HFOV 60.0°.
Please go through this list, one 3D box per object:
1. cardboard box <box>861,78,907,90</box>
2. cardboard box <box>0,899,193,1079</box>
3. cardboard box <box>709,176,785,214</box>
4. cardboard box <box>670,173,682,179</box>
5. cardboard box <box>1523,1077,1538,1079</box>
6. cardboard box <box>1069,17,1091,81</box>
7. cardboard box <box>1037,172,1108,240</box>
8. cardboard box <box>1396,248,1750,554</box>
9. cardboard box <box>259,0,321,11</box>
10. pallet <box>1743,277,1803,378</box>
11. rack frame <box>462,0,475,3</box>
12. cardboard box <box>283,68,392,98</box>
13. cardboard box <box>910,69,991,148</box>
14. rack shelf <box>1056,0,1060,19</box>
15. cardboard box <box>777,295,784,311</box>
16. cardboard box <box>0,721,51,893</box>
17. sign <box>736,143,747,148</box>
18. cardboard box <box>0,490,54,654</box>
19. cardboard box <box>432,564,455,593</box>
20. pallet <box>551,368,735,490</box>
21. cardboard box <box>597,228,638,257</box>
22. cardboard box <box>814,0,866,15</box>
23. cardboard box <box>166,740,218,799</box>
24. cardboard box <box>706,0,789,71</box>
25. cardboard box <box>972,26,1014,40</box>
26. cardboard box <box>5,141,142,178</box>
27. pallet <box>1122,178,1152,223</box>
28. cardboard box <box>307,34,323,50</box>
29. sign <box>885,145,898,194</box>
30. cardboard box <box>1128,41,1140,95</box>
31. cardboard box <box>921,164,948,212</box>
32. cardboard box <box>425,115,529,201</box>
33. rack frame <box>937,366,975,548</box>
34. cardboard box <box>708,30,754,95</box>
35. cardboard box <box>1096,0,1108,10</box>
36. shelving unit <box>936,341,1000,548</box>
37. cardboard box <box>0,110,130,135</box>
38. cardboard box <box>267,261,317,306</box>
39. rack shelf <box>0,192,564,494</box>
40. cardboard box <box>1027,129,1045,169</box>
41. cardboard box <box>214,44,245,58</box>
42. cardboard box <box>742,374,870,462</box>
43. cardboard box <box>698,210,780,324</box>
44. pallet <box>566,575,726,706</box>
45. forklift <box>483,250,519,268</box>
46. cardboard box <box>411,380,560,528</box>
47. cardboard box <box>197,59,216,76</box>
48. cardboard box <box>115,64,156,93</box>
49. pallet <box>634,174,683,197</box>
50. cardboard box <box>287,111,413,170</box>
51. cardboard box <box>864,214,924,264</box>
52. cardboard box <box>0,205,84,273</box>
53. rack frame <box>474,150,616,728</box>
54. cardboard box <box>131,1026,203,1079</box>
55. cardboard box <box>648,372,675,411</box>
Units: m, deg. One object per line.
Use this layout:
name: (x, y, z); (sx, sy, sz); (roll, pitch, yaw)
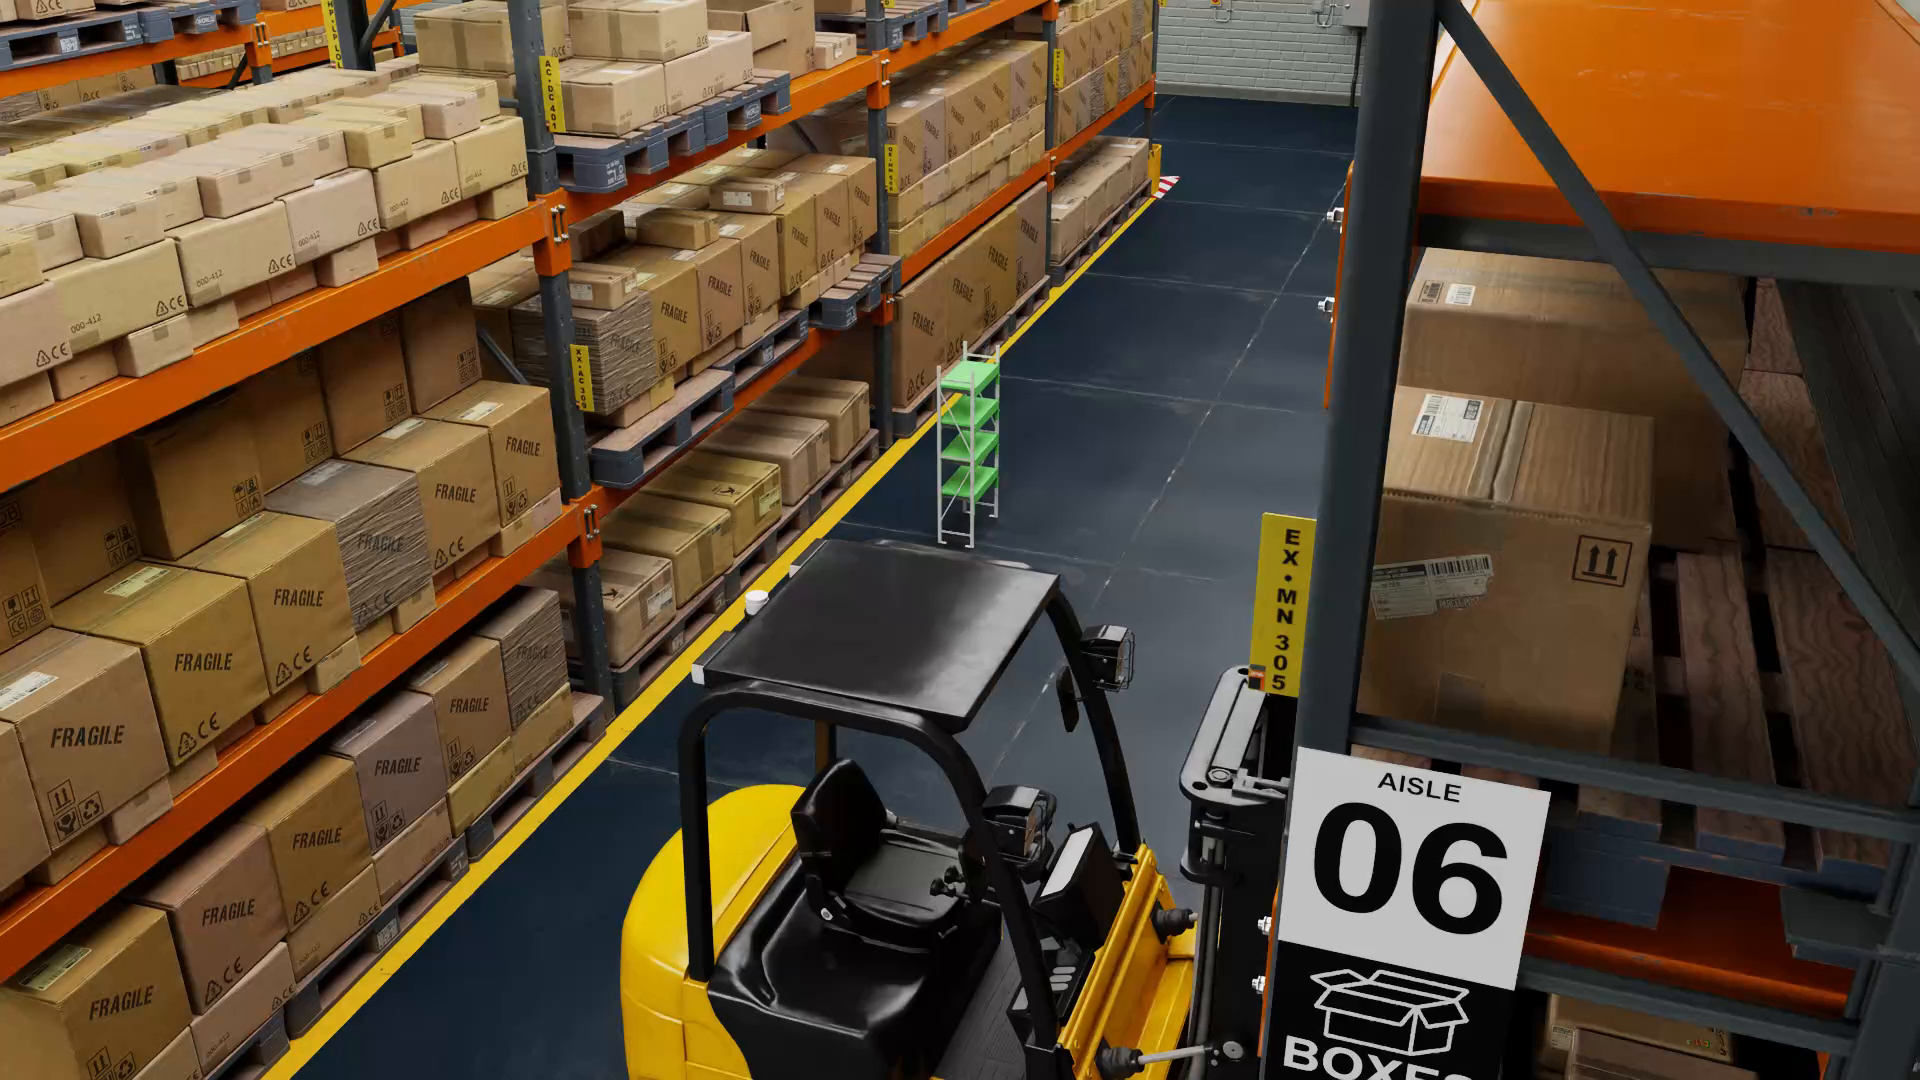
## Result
cardboard box: (-0.722, -3.259, 12.777); (0.500, 0.500, 0.500); (9, 27, 17)
cardboard box: (-3.107, 1.599, 5.818); (0.500, 0.500, 0.500); (8, 27, 16)
cardboard box: (-1.260, -2.045, 9.849); (0.380, 0.149, 0.250); (7, 27, 15)
cardboard box: (-3.364, -4.178, 18.727); (0.380, 0.149, 0.250); (9, 27, 18)
cardboard box: (1.418, 1.358, 3.644); (0.380, 0.149, 0.250); (9, 27, 17)
cardboard box: (0.910, -4.604, 15.555); (0.500, 0.500, 0.500); (8, 27, 17)
cardboard box: (0.957, -3.388, 16.764); (0.875, 0.438, 0.875); (8, 27, 16)
cardboard box: (1.391, -0.345, 3.867); (0.700, 0.500, 0.500); (9, 27, 18)
cardboard box: (-5.242, -4.366, 12.768); (0.500, 0.500, 0.500); (9, 27, 17)
pallet: (2.110, -0.692, 5.397); (1.003, 0.211, 1.213); (9, 27, 17)
rack frame: (-4.352, -4.418, 16.433); (1.000, 3.000, 0.127); (9, 27, 17)
cardboard box: (-2.725, -1.968, 7.304); (0.380, 0.149, 0.250); (8, 27, 17)
cardboard box: (-0.073, -3.383, 13.033); (0.500, 0.500, 0.500); (9, 27, 18)
rack shelf: (1.015, -5.590, 16.237); (1.077, 0.370, 4.000); (9, 27, 17)
cardboard box: (-1.304, -1.472, 10.155); (0.380, 0.149, 0.250); (9, 27, 18)
cardboard box: (-3.225, 0.856, 5.084); (0.500, 0.500, 0.500); (8, 27, 17)
sign: (-1.506, -2.699, 11.553); (0.100, 0.325, 0.005); (9, 27, 17)
cardboard box: (-3.504, 0.112, 5.473); (0.700, 0.500, 0.500); (9, 27, 18)
cardboard box: (-2.465, 0.135, 7.318); (0.380, 0.149, 0.250); (8, 27, 17)
pallet: (-1.921, -0.661, 8.893); (1.003, 0.211, 1.213); (9, 27, 17)
cardboard box: (-2.034, -1.461, 9.387); (0.500, 0.500, 0.500); (10, 27, 19)
cardboard box: (-0.999, -3.861, 11.239); (0.797, 0.503, 0.637); (7, 27, 14)
cardboard box: (-2.918, 0.781, 5.983); (0.380, 0.149, 0.250); (9, 27, 19)
cardboard box: (-1.462, -2.864, 9.662); (0.797, 0.503, 0.637); (9, 27, 17)
cardboard box: (0.246, -4.471, 15.280); (0.500, 0.500, 0.500); (9, 27, 17)
cardboard box: (-3.165, -1.317, 5.960); (0.380, 0.149, 0.250); (9, 27, 18)
pallet: (1.488, -3.791, 18.337); (1.003, 0.211, 1.213); (9, 27, 17)
cardboard box: (-7.897, -5.989, 19.966); (0.380, 0.149, 0.250); (9, 27, 18)
sign: (-0.467, -2.509, 11.252); (0.100, 0.325, 0.005); (9, 27, 17)
cardboard box: (1.588, -4.990, 17.500); (0.500, 0.500, 0.500); (8, 27, 16)
cardboard box: (-0.407, -2.640, 12.360); (0.500, 0.250, 0.500); (9, 27, 19)
cardboard box: (-2.206, -1.650, 7.104); (0.500, 0.250, 0.500); (8, 27, 17)
rack frame: (-0.026, -0.508, 10.422); (0.240, 1.200, 0.015); (9, 27, 17)
cardboard box: (-1.426, -2.527, 8.775); (0.500, 0.250, 0.500); (8, 27, 17)
cardboard box: (1.224, -5.244, 16.133); (0.380, 0.149, 0.250); (9, 27, 18)
shelving unit: (0.055, -0.608, 10.629); (0.258, 1.200, 0.503); (9, 27, 17)
cardboard box: (-6.178, -2.667, 11.555); (0.700, 0.500, 0.500); (8, 27, 17)
cardboard box: (-2.652, -1.002, 6.224); (0.380, 0.149, 0.250); (9, 27, 19)
rack shelf: (-2.978, -0.659, 6.052); (1.077, 0.370, 4.000); (9, 27, 17)
cardboard box: (0.438, -3.454, 14.613); (0.500, 0.250, 0.500); (8, 27, 16)
cardboard box: (-8.422, -5.604, 18.714); (0.500, 0.250, 0.500); (9, 27, 17)
cardboard box: (-1.179, -0.874, 11.646); (0.950, 0.372, 0.625); (7, 27, 14)
cardboard box: (-1.382, -1.593, 9.661); (0.500, 0.500, 0.500); (8, 27, 15)
pallet: (-2.055, 0.480, 9.515); (1.003, 0.211, 1.213); (9, 27, 17)
forklift: (-3.462, -2.046, 11.613); (3.031, 2.935, 1.130); (-12, 28, -23)
cardboard box: (-2.226, -0.415, 7.708); (0.500, 0.500, 0.500); (8, 27, 16)
cardboard box: (-8.496, -5.247, 18.434); (0.380, 0.149, 0.250); (8, 27, 16)
cardboard box: (-8.894, -4.992, 17.504); (0.500, 0.500, 0.500); (9, 27, 18)
pallet: (-3.758, -3.947, 18.661); (1.003, 0.211, 1.213); (9, 27, 17)
cardboard box: (-2.360, -1.551, 6.442); (0.380, 0.149, 0.250); (10, 27, 19)
cardboard box: (-0.582, -2.195, 12.014); (0.500, 0.250, 0.500); (8, 27, 17)
cardboard box: (-2.977, -0.931, 5.161); (0.380, 0.149, 0.250); (9, 27, 17)
rack frame: (-2.313, -0.454, 8.247); (1.000, 3.000, 0.127); (9, 27, 17)
cardboard box: (-3.115, 1.946, 5.961); (0.500, 0.250, 0.500); (9, 27, 17)
cardboard box: (-1.740, -0.813, 8.794); (0.380, 0.149, 0.250); (9, 27, 18)
